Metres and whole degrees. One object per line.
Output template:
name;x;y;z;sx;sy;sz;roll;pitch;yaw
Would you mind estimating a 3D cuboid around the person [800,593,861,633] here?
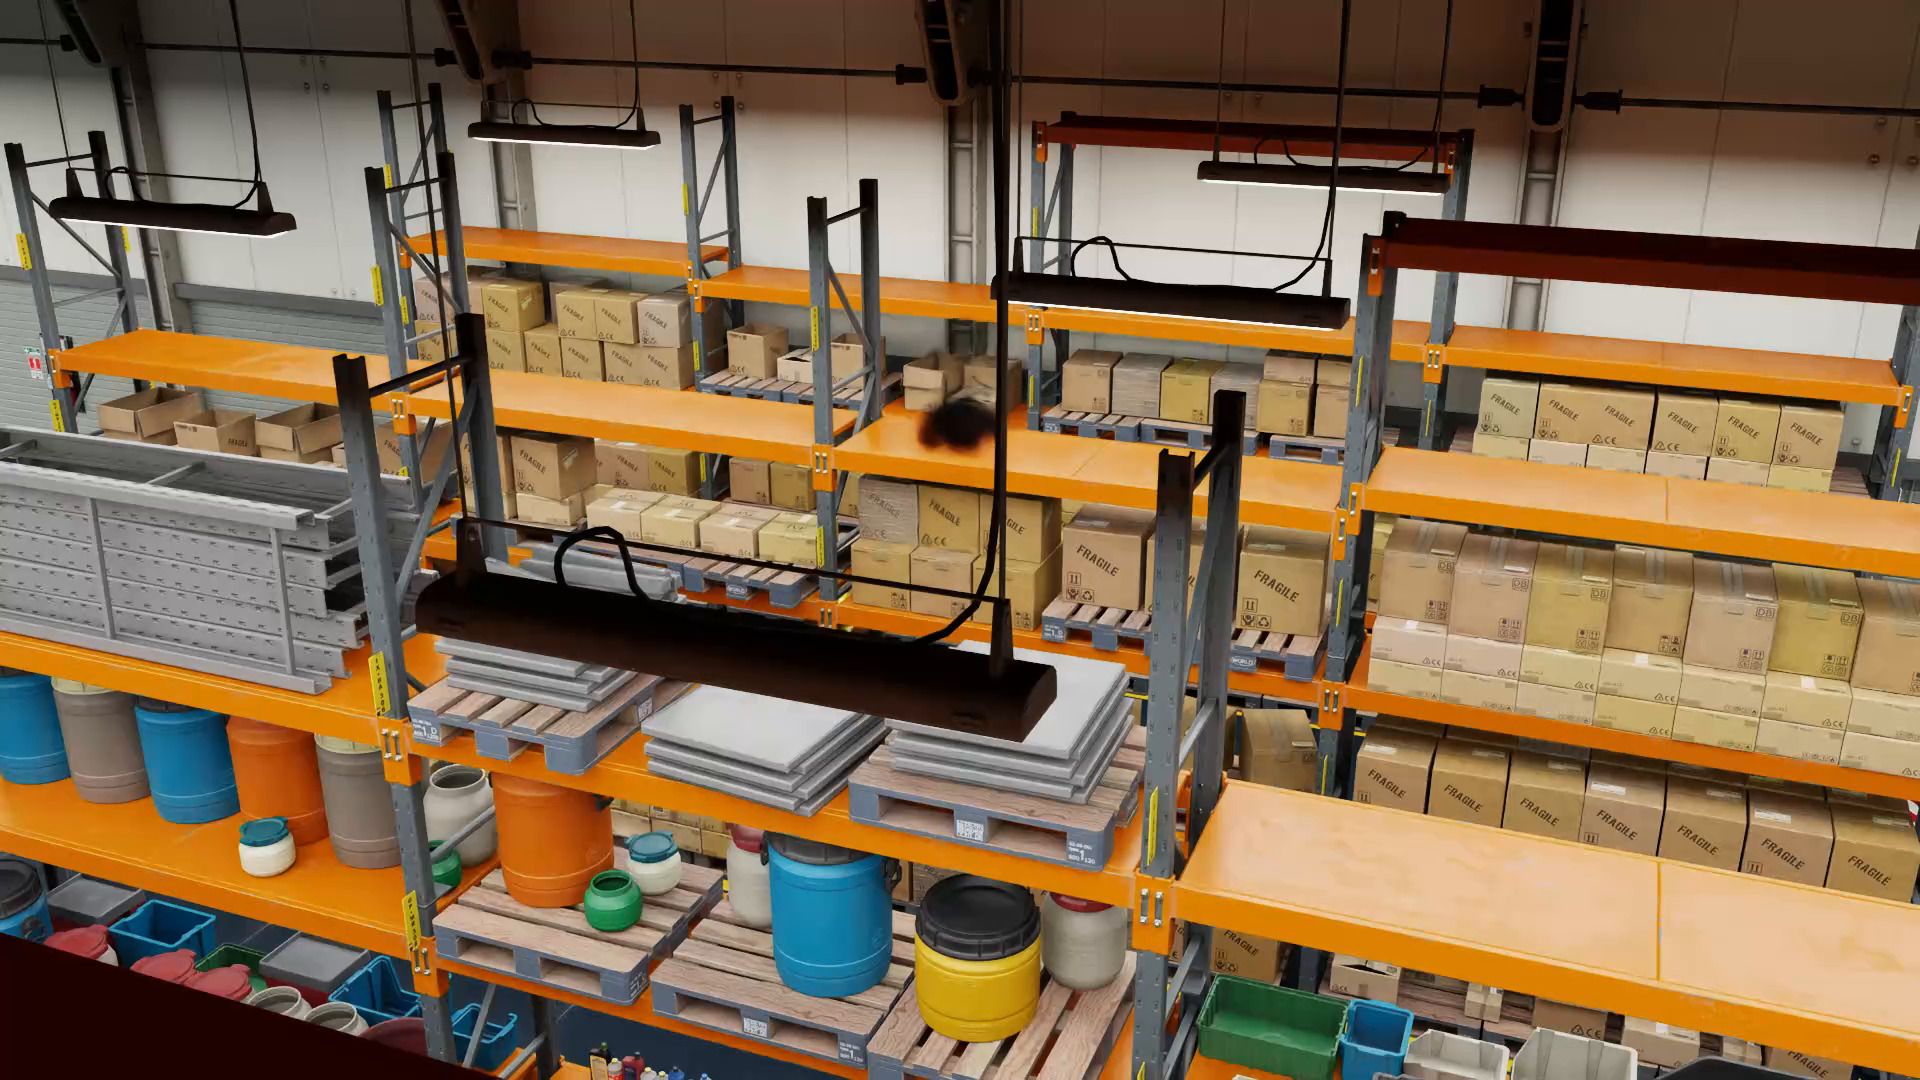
person;-1.163;1.141;16.969;0.982;1.736;0.715;3;21;9
